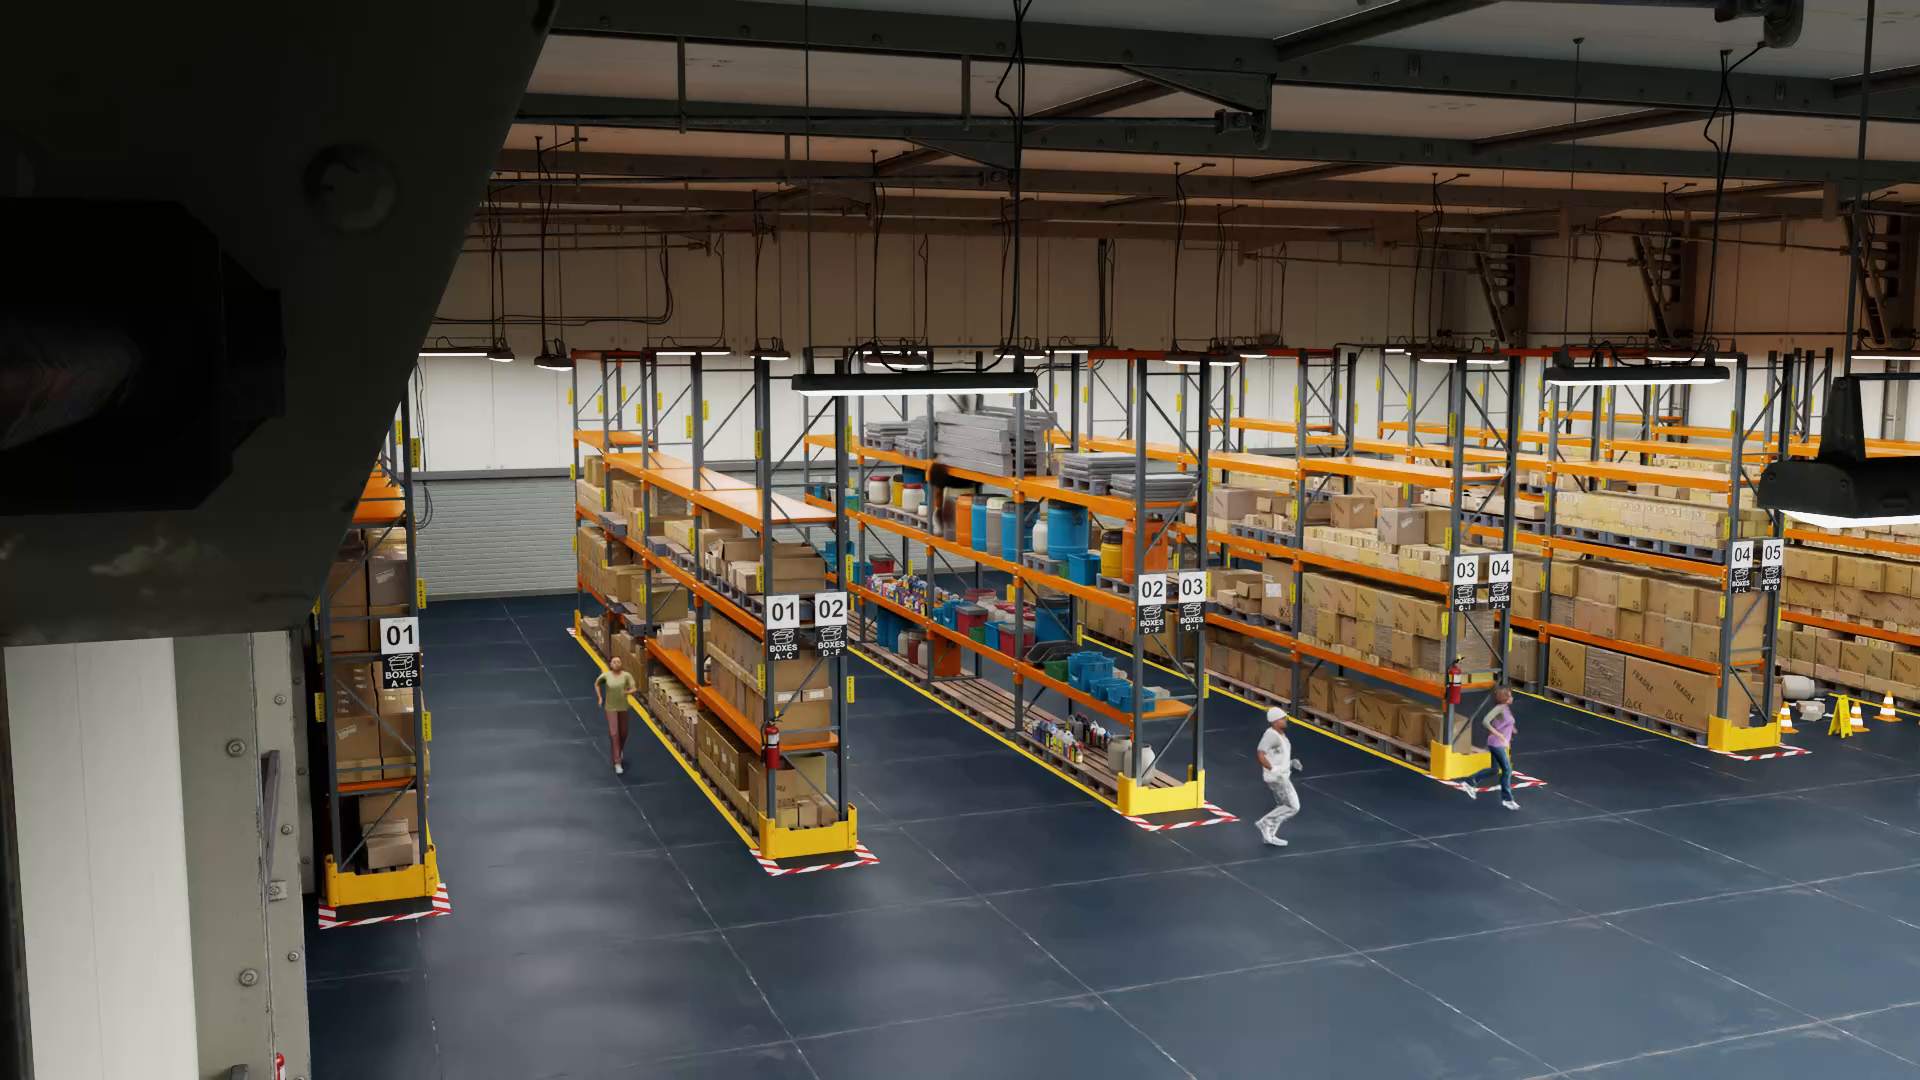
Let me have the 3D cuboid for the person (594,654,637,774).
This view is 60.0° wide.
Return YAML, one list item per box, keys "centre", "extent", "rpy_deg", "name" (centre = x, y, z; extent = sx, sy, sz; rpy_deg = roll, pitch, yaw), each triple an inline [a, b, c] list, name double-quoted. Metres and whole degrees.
- centre: [-4.985, 2.476, 24.193]
  extent: [0.573, 1.659, 0.964]
  rpy_deg: [-3, 8, -21]
  name: "person"

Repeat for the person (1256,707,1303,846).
- centre: [3.948, 2.928, 20.544]
  extent: [0.541, 1.743, 0.686]
  rpy_deg: [2, 7, 14]
  name: "person"

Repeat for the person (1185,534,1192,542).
- centre: [5.133, 0.687, 38.494]
  extent: [0.706, 1.846, 0.818]
  rpy_deg: [-1, 7, -12]
  name: "person"

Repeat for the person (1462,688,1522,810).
- centre: [7.226, 2.784, 22.436]
  extent: [0.813, 1.596, 0.571]
  rpy_deg: [4, 8, 29]
  name: "person"
